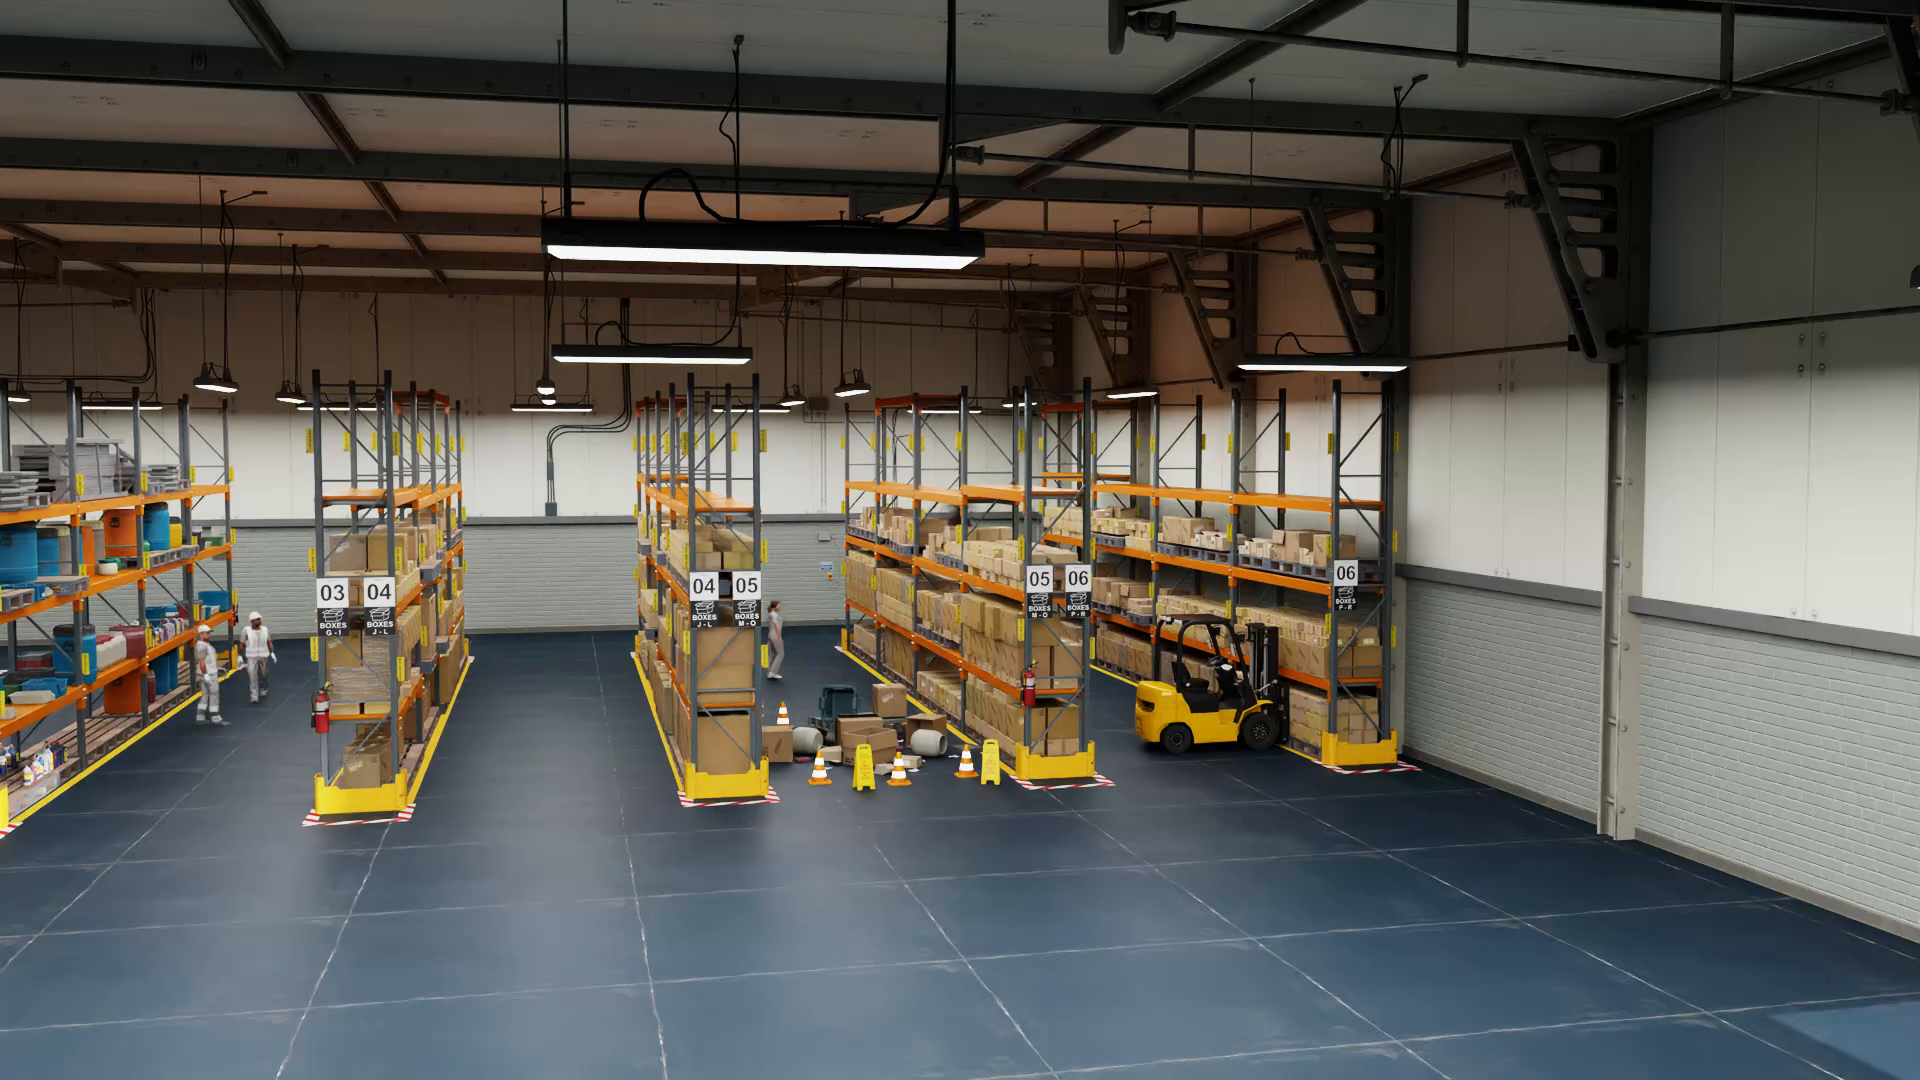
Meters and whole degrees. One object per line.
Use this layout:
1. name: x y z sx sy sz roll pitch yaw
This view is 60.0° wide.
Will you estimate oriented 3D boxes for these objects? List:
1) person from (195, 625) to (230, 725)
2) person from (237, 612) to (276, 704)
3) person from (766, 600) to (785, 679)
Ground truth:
1. person: -13.305 2.409 29.589 0.599 1.806 0.570 -3 4 -42
2. person: -13.655 2.272 32.275 0.708 1.752 1.019 -2 4 -25
3. person: -3.942 2.107 35.423 0.352 1.678 0.521 -1 3 -19
